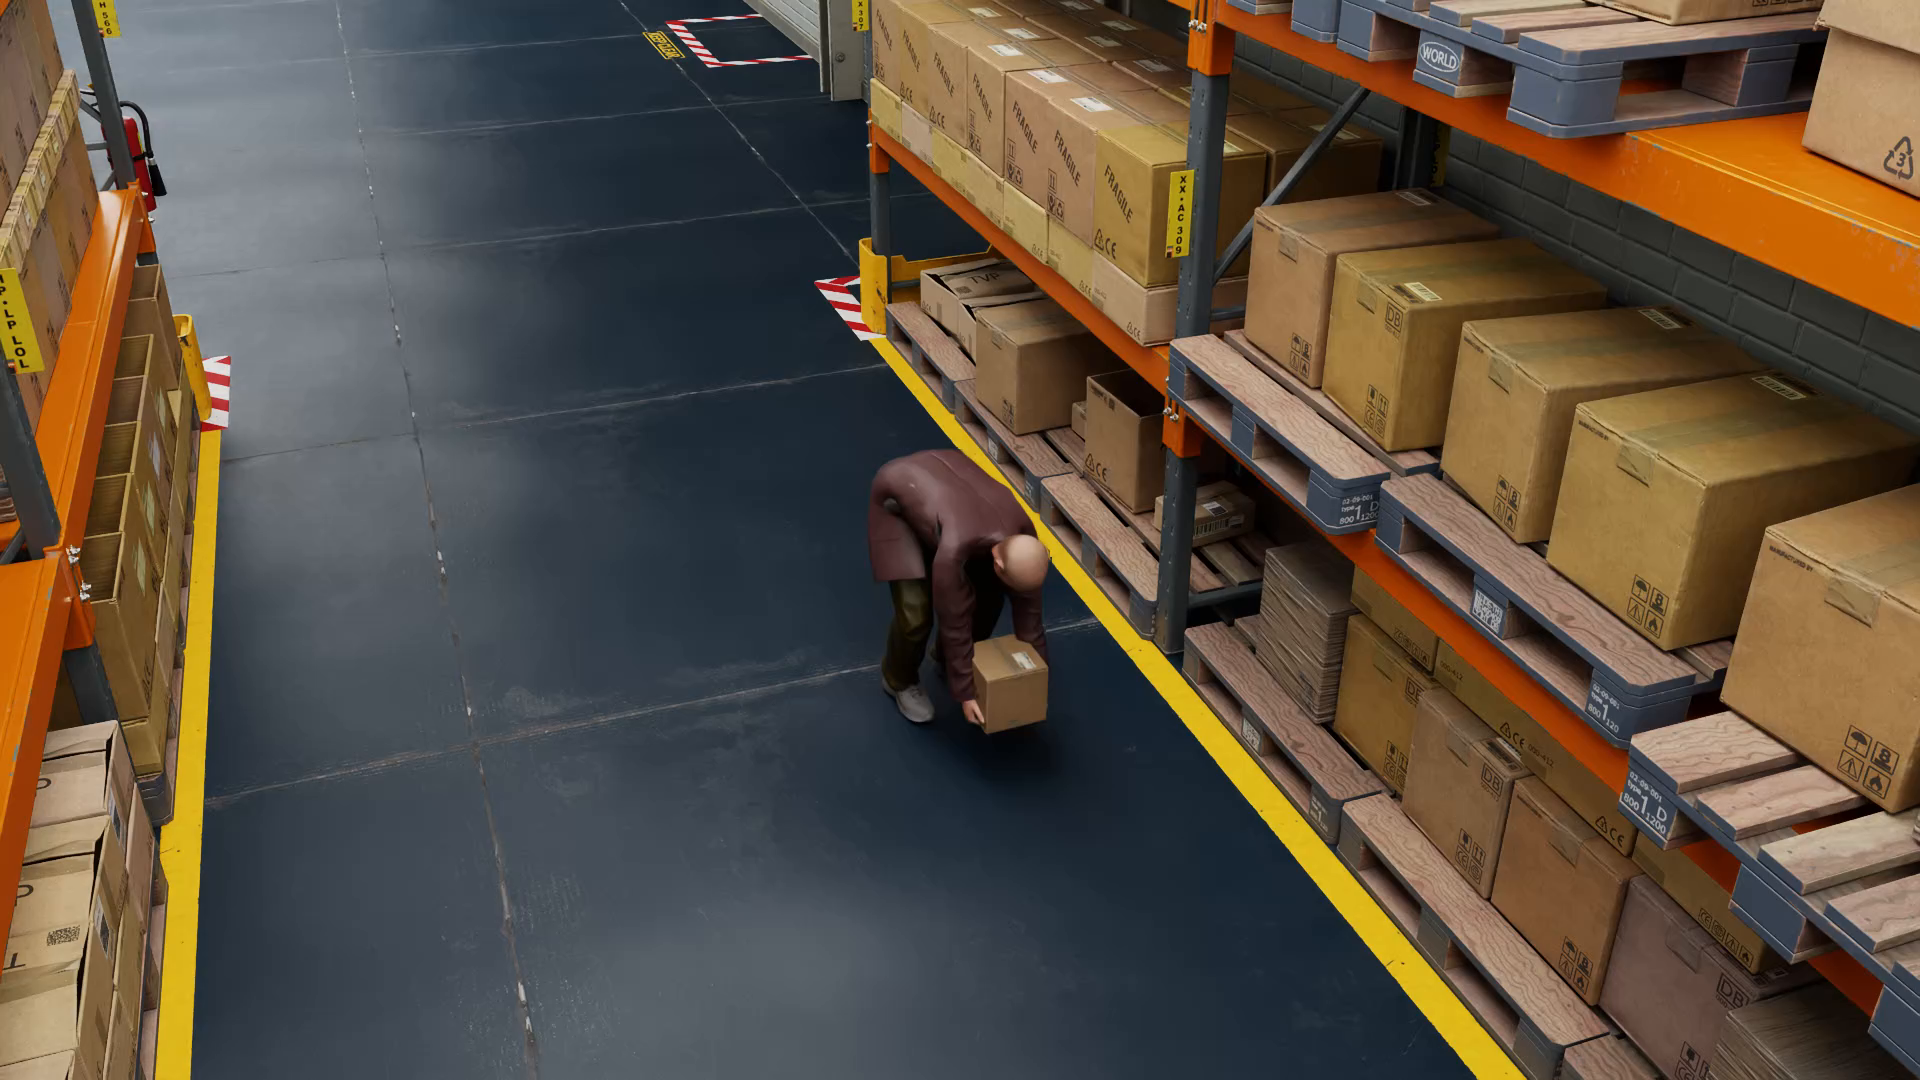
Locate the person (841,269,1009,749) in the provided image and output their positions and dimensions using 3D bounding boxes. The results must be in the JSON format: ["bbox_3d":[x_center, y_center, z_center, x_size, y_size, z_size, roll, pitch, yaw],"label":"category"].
[{"bbox_3d":[-0.077,-0.133,6.360,0.692,1.776,0.582,-17,34,-27],"label":"person"}]
